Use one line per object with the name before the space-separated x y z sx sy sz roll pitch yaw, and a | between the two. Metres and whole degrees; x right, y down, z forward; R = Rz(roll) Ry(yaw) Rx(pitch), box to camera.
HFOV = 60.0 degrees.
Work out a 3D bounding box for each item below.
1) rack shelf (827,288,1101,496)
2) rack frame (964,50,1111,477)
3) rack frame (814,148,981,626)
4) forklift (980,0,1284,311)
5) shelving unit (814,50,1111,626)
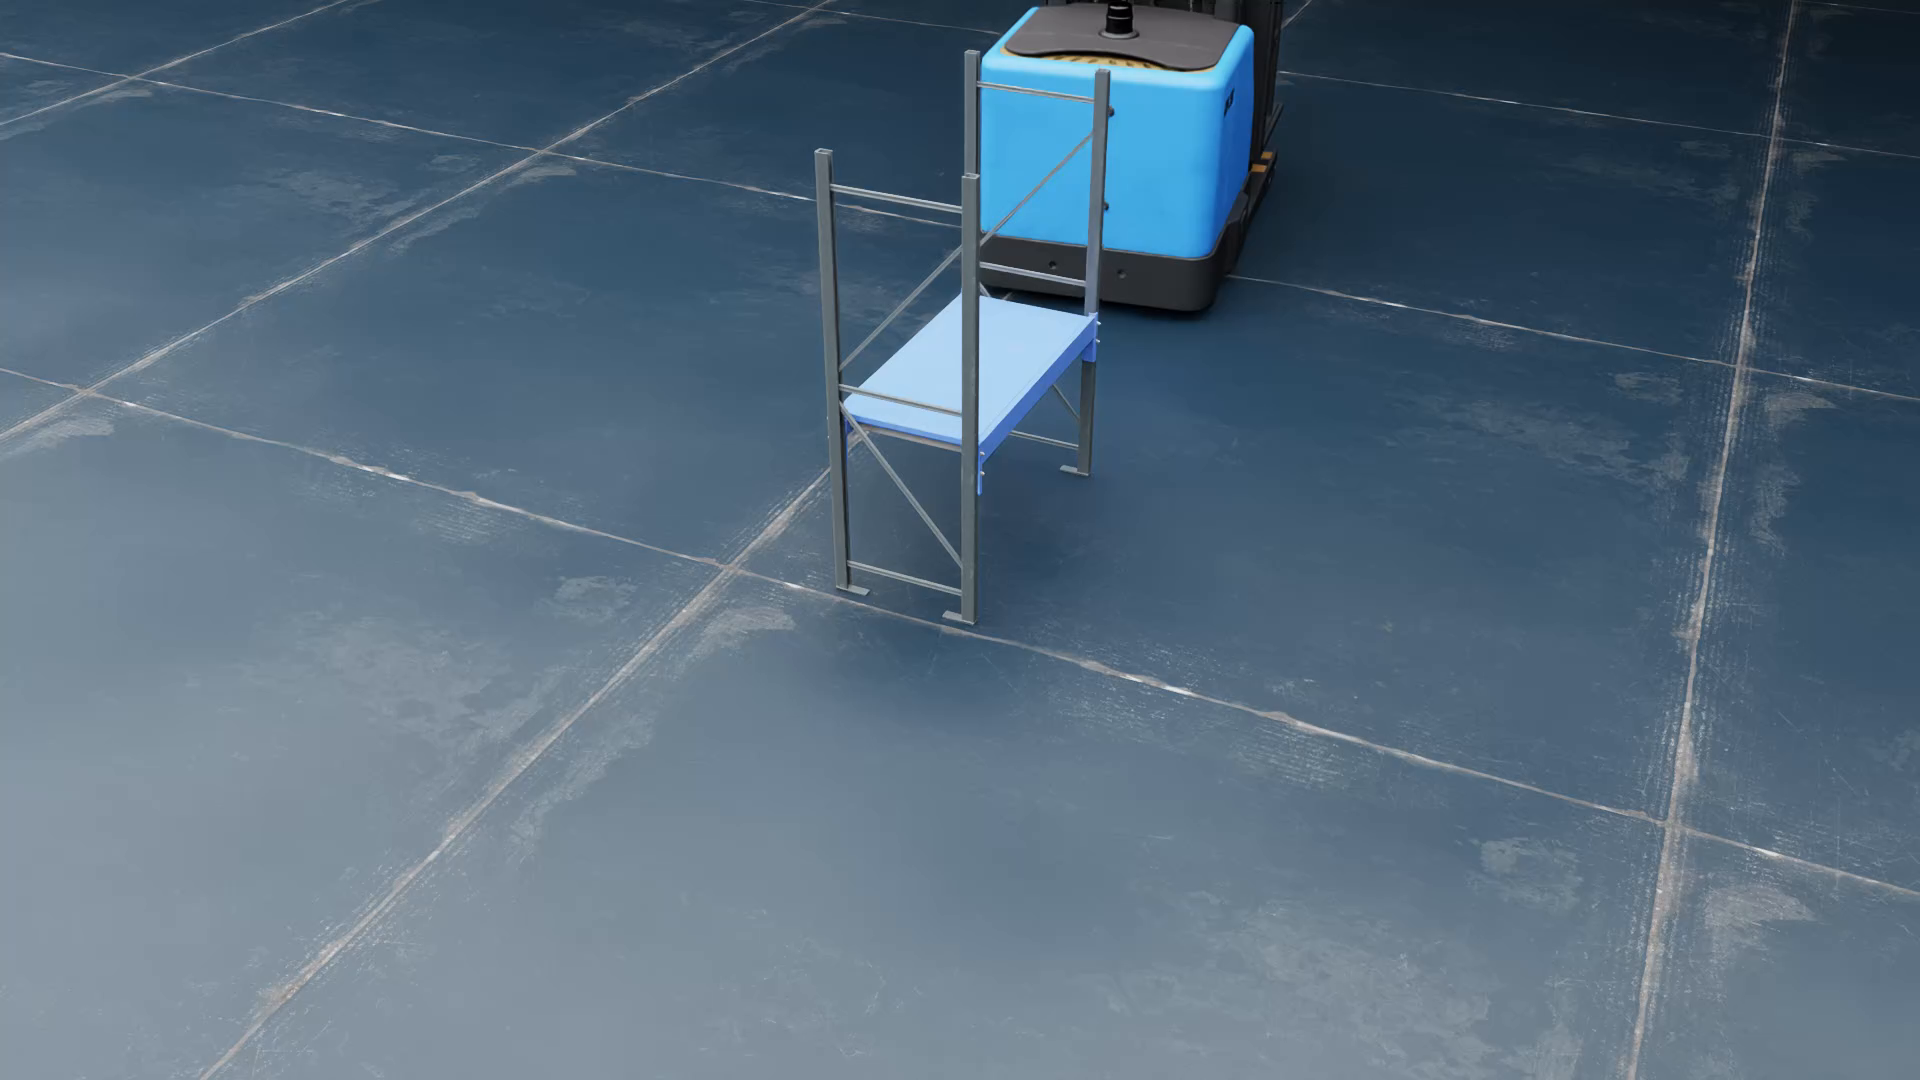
rack shelf | 0.036 -0.519 5.502 0.538 0.185 1.000 14 36 20
rack frame | 0.248 -0.923 5.790 0.500 1.500 0.032 14 36 20
rack frame | -0.177 -0.417 5.017 0.500 1.500 0.032 14 36 20
forklift | 0.998 -3.006 7.662 1.130 2.935 3.031 10 34 14
shelving unit | 0.036 -0.670 5.404 0.538 1.500 1.048 14 36 20
